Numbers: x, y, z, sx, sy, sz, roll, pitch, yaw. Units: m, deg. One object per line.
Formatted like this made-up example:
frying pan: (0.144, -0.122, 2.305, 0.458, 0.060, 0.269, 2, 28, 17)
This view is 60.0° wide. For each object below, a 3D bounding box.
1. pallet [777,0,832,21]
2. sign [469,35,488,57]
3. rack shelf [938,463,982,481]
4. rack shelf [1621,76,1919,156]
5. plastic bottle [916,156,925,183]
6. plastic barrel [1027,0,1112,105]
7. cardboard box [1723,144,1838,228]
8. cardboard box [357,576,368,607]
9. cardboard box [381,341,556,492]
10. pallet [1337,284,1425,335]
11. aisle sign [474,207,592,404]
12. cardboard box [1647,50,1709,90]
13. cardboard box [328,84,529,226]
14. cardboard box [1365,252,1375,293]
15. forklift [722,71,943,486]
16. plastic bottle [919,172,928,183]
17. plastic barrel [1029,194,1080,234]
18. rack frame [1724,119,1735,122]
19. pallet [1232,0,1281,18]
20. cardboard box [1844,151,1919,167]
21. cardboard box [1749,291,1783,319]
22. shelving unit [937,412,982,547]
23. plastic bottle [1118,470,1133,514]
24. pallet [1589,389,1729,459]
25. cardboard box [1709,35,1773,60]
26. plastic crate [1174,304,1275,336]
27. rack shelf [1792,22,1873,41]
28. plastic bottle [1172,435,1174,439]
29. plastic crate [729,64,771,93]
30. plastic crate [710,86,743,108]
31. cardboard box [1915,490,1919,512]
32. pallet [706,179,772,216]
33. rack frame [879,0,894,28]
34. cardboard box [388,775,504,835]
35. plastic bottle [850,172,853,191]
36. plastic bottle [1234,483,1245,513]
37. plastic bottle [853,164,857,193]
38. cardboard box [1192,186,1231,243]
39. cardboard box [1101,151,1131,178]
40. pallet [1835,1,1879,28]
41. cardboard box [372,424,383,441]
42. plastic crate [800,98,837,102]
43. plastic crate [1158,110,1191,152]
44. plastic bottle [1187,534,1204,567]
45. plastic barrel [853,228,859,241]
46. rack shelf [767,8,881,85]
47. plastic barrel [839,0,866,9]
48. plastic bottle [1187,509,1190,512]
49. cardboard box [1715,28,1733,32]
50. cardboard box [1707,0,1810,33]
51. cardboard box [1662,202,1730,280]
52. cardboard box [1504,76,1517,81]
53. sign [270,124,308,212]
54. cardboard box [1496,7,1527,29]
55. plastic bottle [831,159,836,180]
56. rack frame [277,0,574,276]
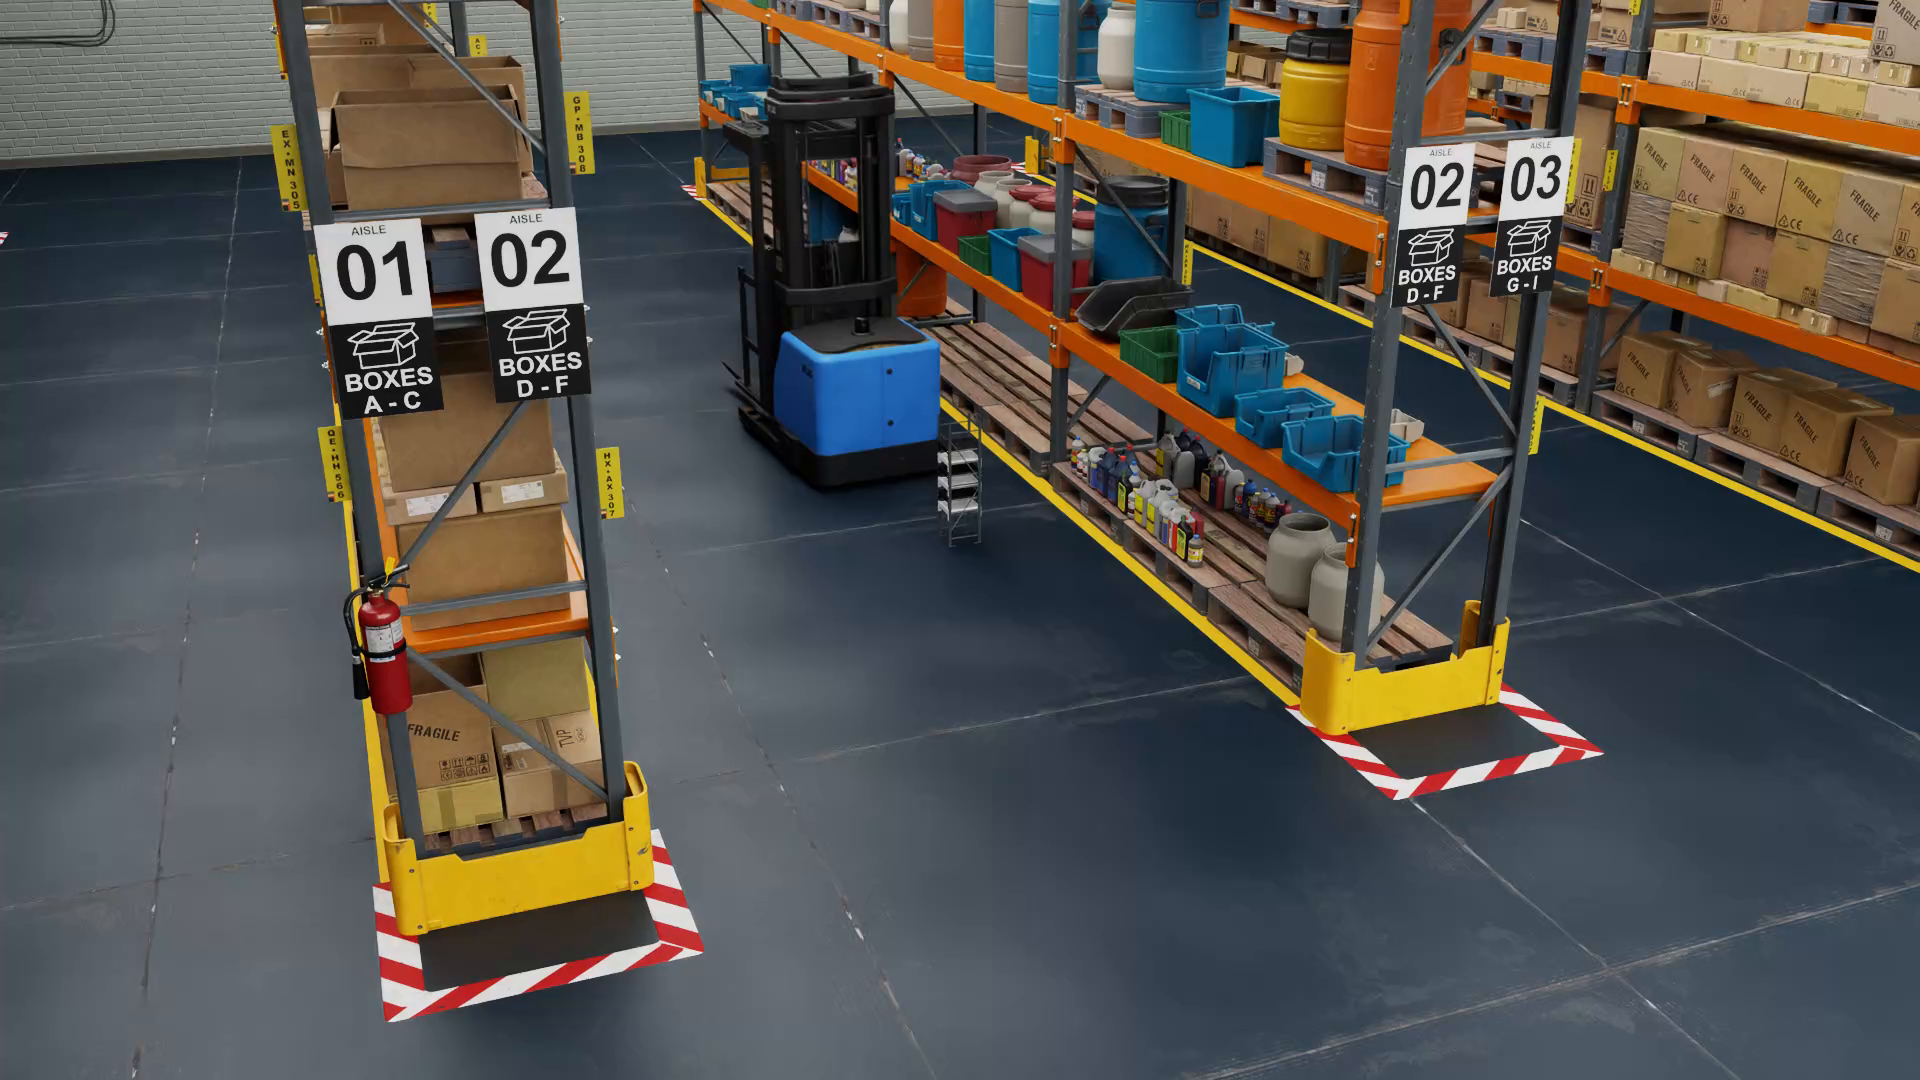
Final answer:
pallet: (-1.285, -5.800, 18.030, 1.213, 0.211, 1.003, -8, 24, -19)
sign: (-2.944, -2.925, 10.198, 0.100, 0.325, 0.005, -8, 24, -19)
rack shelf: (-0.003, -0.470, 11.560, 0.258, 0.077, 0.200, -8, 24, -19)
rack shelf: (6.513, -2.873, 11.769, 1.077, 0.370, 4.000, -8, 24, -19)
plastic bottle: (-0.398, -3.812, 17.097, 0.097, 0.271, 0.097, 0, 23, 0)
plastic barrel: (0.790, -3.638, 12.011, 0.600, 0.901, 0.708, -8, 24, -19)
cardboard box: (6.082, -2.631, 12.332, 0.500, 0.500, 0.500, -8, 24, -19)
cardboard box: (-2.884, 0.475, 8.796, 0.500, 0.500, 0.500, -8, 24, -19)
cardboard box: (-2.221, -0.572, 7.447, 0.700, 0.500, 0.500, -8, 24, -19)
pallet: (4.668, -2.433, 17.252, 1.003, 0.211, 1.213, -8, 24, -19)
aisle sign: (-1.740, -0.954, 6.804, 0.394, 0.787, 0.004, -8, 24, -19)
cardboard box: (5.726, -3.664, 12.911, 0.500, 0.250, 0.500, -9, 25, -21)
cardboard box: (-2.249, -1.635, 7.051, 0.797, 0.503, 0.637, -7, 24, -15)
cardboard box: (4.649, -2.813, 17.213, 0.700, 0.500, 0.500, -10, 25, -22)
forklift: (-1.212, -2.295, 13.420, 1.130, 2.935, 3.031, -10, 25, -23)
plastic bottle: (-0.364, -3.577, 16.631, 0.097, 0.201, 0.097, 0, 23, 0)
plastic barrel: (0.781, -2.576, 13.826, 0.433, 0.535, 0.433, 0, 23, 0)
rack frame: (9.069, -4.646, 18.912, 1.000, 3.000, 0.127, -8, 24, -19)
pallet: (3.718, -5.930, 18.339, 1.003, 0.211, 1.213, -7, 24, -17)
cardboard box: (6.750, -2.522, 12.072, 0.500, 0.500, 0.500, -8, 24, -19)
cardboard box: (6.143, -1.771, 12.413, 0.380, 0.149, 0.250, -8, 24, -19)
shelving unit: (-0.003, -0.418, 11.582, 0.258, 0.900, 0.210, -8, 24, -19)
plastic bottle: (1.156, -0.336, 11.616, 0.061, 0.283, 0.133, -7, 24, -17)
pallet: (6.077, -1.025, 13.910, 1.003, 0.211, 1.213, -8, 24, -19)
cardboard box: (5.867, -3.696, 12.476, 0.380, 0.149, 0.250, -8, 24, -19)
plastic crate: (1.818, -1.436, 11.487, 0.499, 0.251, 0.616, -8, 24, -19)
rack shelf: (9.776, -4.970, 16.745, 1.077, 0.370, 4.000, -8, 24, -19)
plastic bottle: (1.592, -0.694, 12.570, 0.097, 0.201, 0.097, 0, 23, 0)
plastic crate: (-2.774, -6.178, 22.422, 0.616, 0.435, 0.499, -8, 24, -19)
plastic crate: (-3.055, -5.806, 21.802, 0.416, 0.233, 0.300, -8, 24, -19)
cardboard box: (7.014, -0.367, 11.435, 0.500, 0.500, 0.500, -4, 23, -9)
pallet: (-2.812, -4.640, 22.487, 1.003, 0.211, 1.213, -8, 24, -19)
rack frame: (-0.240, -6.087, 14.607, 1.000, 3.000, 0.127, -8, 24, -19)
cardboard box: (-2.515, 1.181, 8.085, 0.500, 0.250, 0.500, -8, 24, -19)
plastic bottle: (-1.060, -3.625, 16.744, 0.097, 0.201, 0.097, 0, 23, 0)
plastic bottle: (1.973, -0.303, 11.642, 0.097, 0.201, 0.097, 0, 23, 0)
plastic bottle: (-1.025, -3.622, 16.647, 0.097, 0.271, 0.097, 0, 23, 0)
cardboard box: (3.541, -4.116, 19.848, 1.225, 0.875, 0.875, -9, 25, -21)
cardboard box: (2.504, -5.248, 22.535, 0.875, 0.875, 0.875, -8, 24, -19)
pallet: (9.744, -5.309, 16.865, 1.003, 0.211, 1.213, -7, 24, -17)
cardboard box: (-2.634, -0.475, 8.051, 0.380, 0.149, 0.250, -8, 24, -18)
plastic crate: (-1.734, -5.192, 20.048, 0.402, 0.464, 0.583, -8, 24, -19)
plastic crate: (1.475, -2.543, 10.333, 0.336, 0.188, 0.450, -8, 24, -19)
plastic bottle: (1.527, 0.063, 10.774, 0.097, 0.201, 0.097, 0, 23, 0)
plastic barrel: (-0.828, -2.991, 17.548, 0.600, 0.588, 0.708, -8, 24, -19)
rack shelf: (-0.947, -5.100, 17.053, 1.077, 0.370, 4.000, -8, 24, -19)
plastic barrel: (-1.008, -5.585, 16.561, 0.433, 0.535, 0.433, 0, 23, 0)
plastic bottle: (1.524, -0.106, 11.176, 0.097, 0.201, 0.097, 0, 23, 0)
cardboard box: (6.191, -3.968, 13.119, 0.380, 0.149, 0.250, -8, 24, -17)
cardboard box: (6.204, -4.216, 12.874, 0.500, 0.500, 0.500, -9, 25, -21)
cardboard box: (6.051, -2.374, 13.008, 0.875, 0.500, 0.500, -8, 24, -19)
cardboard box: (7.365, -6.108, 21.780, 0.380, 0.149, 0.250, -8, 24, -18)
sign: (-2.562, -1.422, 6.362, 0.100, 0.325, 0.005, -8, 24, -19)
cardboard box: (5.050, -4.685, 14.901, 0.380, 0.166, 0.250, -9, 24, -20)
plastic bottle: (-1.299, -3.889, 17.264, 0.061, 0.283, 0.133, -8, 24, -19)
rack frame: (-2.050, -2.502, 6.101, 1.000, 3.000, 0.127, -8, 24, -19)
